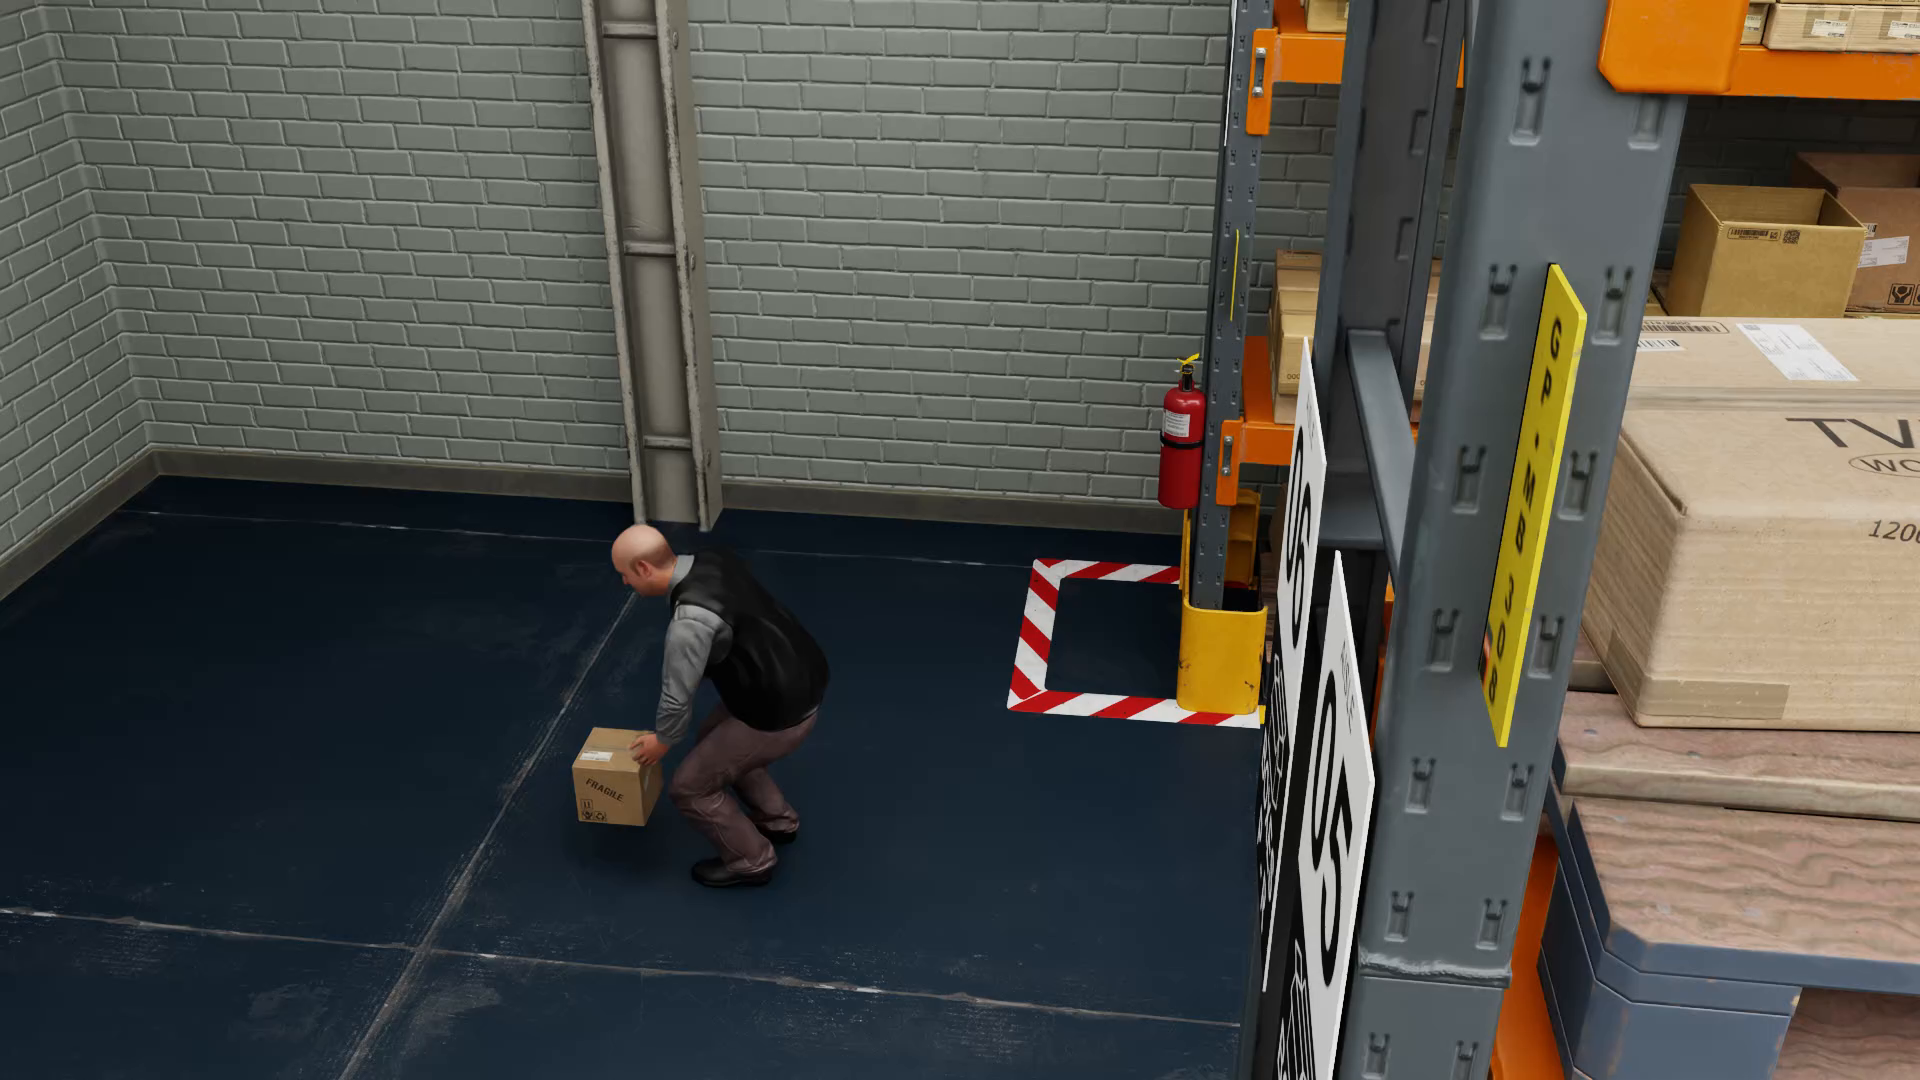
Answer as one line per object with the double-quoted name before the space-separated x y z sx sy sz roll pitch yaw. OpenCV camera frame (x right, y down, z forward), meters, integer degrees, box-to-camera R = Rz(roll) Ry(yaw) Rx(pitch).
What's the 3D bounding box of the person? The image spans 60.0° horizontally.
"person" -0.827 0.588 5.893 0.708 1.405 0.592 3 28 6
